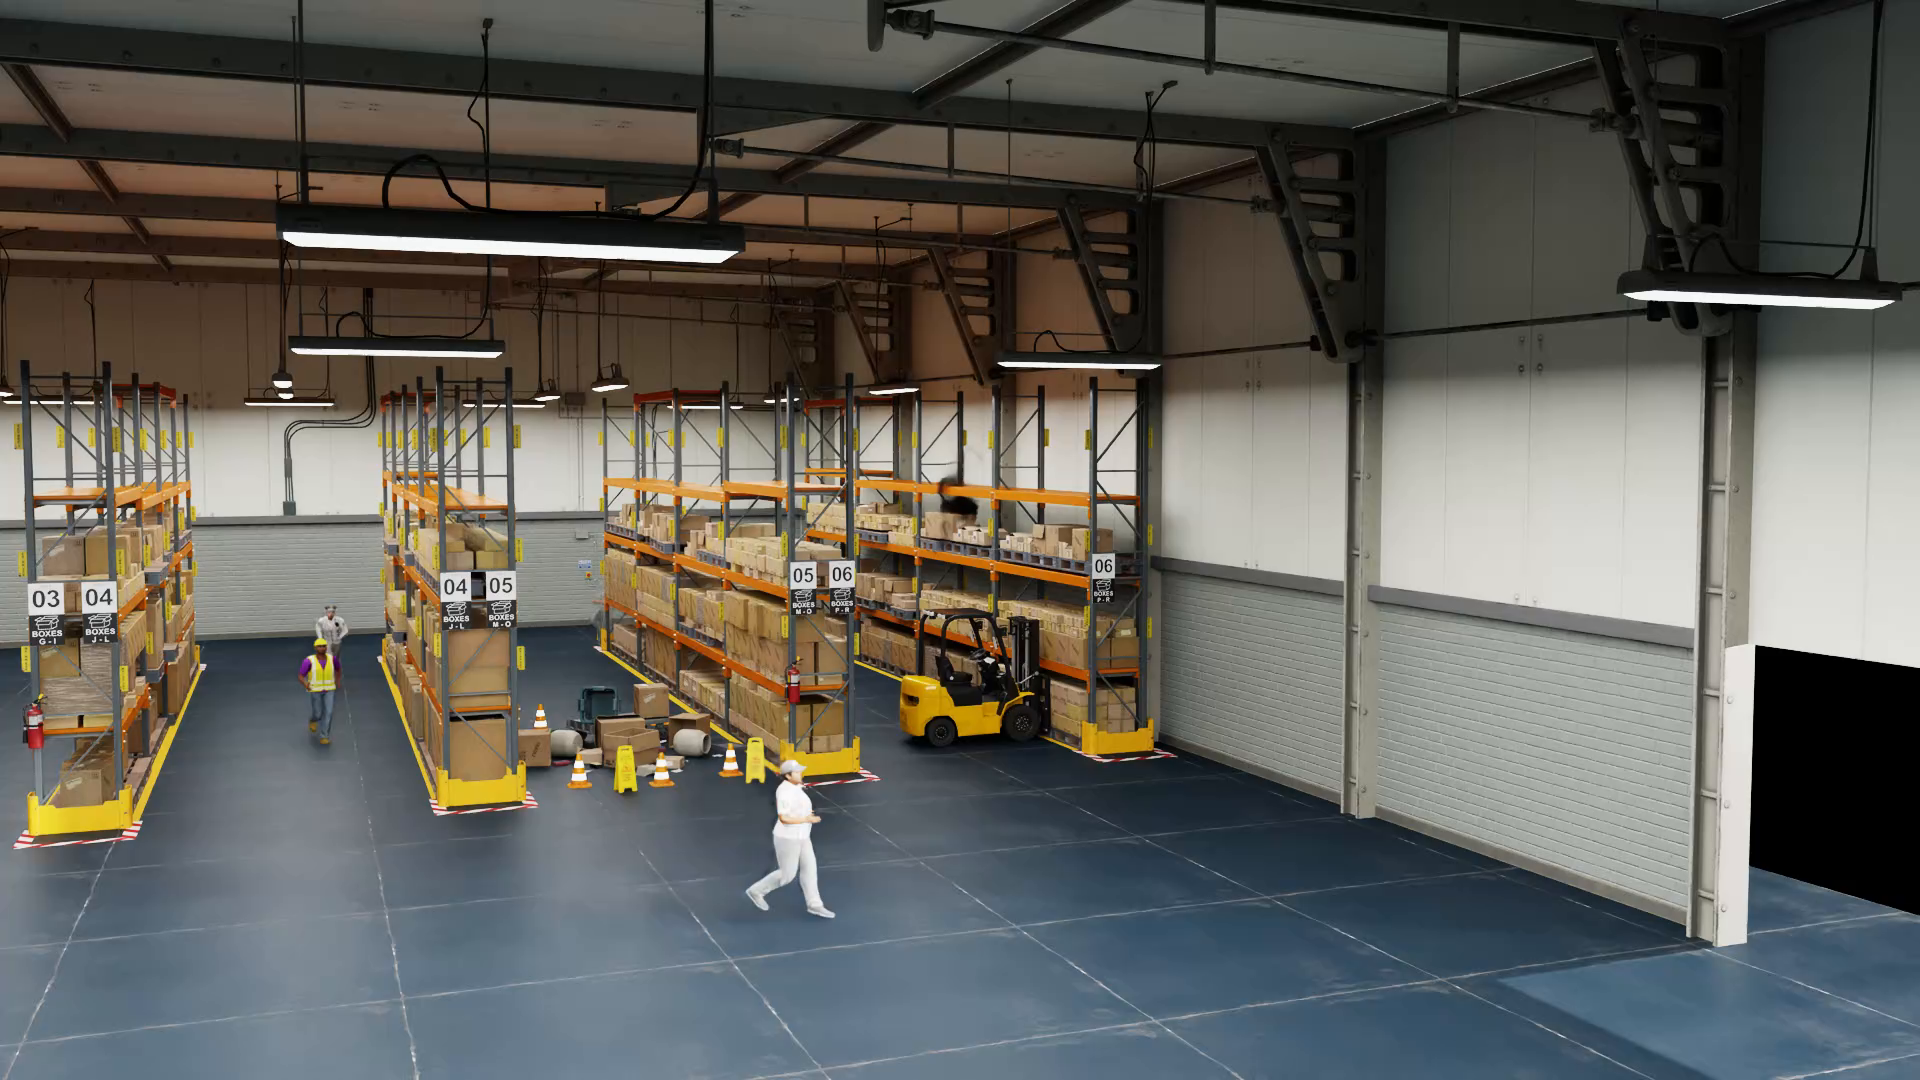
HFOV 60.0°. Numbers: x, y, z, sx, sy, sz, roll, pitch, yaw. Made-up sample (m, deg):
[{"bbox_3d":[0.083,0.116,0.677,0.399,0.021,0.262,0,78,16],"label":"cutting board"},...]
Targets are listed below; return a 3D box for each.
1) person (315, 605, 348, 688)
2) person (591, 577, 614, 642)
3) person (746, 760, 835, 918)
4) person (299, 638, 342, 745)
[{"bbox_3d":[-12.792,2.144,33.882,0.619,1.680,1.067,-2,4,-24],"label":"person"},{"bbox_3d":[-8.736,1.714,40.838,0.626,1.626,0.577,-1,4,-20],"label":"person"},{"bbox_3d":[-1.770,3.124,17.353,0.921,1.657,0.609,1,3,9],"label":"person"},{"bbox_3d":[-10.529,2.488,27.451,0.700,1.739,0.801,-2,4,-34],"label":"person"}]
